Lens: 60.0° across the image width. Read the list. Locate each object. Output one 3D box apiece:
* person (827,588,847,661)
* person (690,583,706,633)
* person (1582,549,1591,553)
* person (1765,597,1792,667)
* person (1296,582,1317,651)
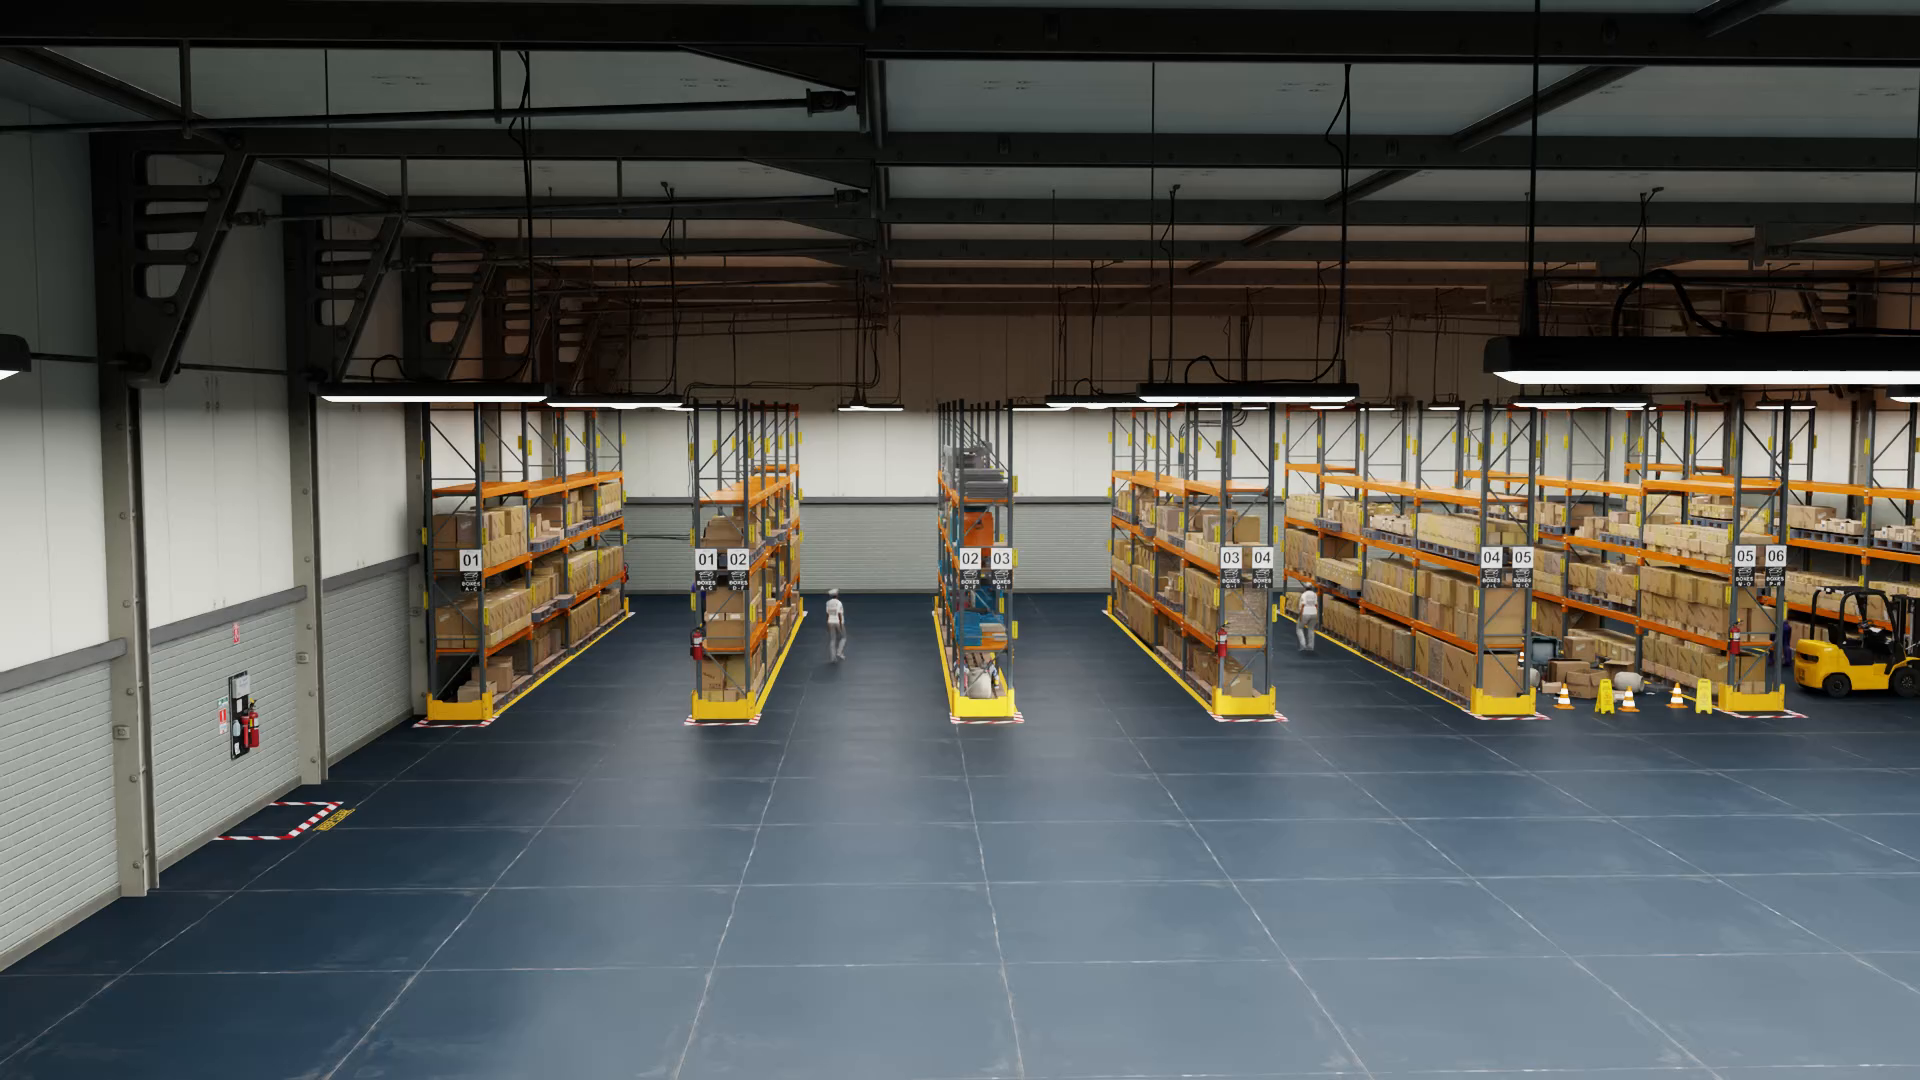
[{"bbox_3d":[-2.869,1.955,38.423,0.489,1.677,0.479,1,5,17],"label":"person"},{"bbox_3d":[-6.717,1.639,43.041,0.531,1.594,1.033,0,4,-5],"label":"person"},{"bbox_3d":[18.767,1.082,49.885,0.589,1.668,0.492,0,4,-6],"label":"person"},{"bbox_3d":[18.567,2.078,37.569,0.501,1.689,0.568,-1,5,-18],"label":"person"},{"bbox_3d":[8.395,1.866,40.197,0.526,1.710,0.423,-2,5,-25],"label":"person"}]
